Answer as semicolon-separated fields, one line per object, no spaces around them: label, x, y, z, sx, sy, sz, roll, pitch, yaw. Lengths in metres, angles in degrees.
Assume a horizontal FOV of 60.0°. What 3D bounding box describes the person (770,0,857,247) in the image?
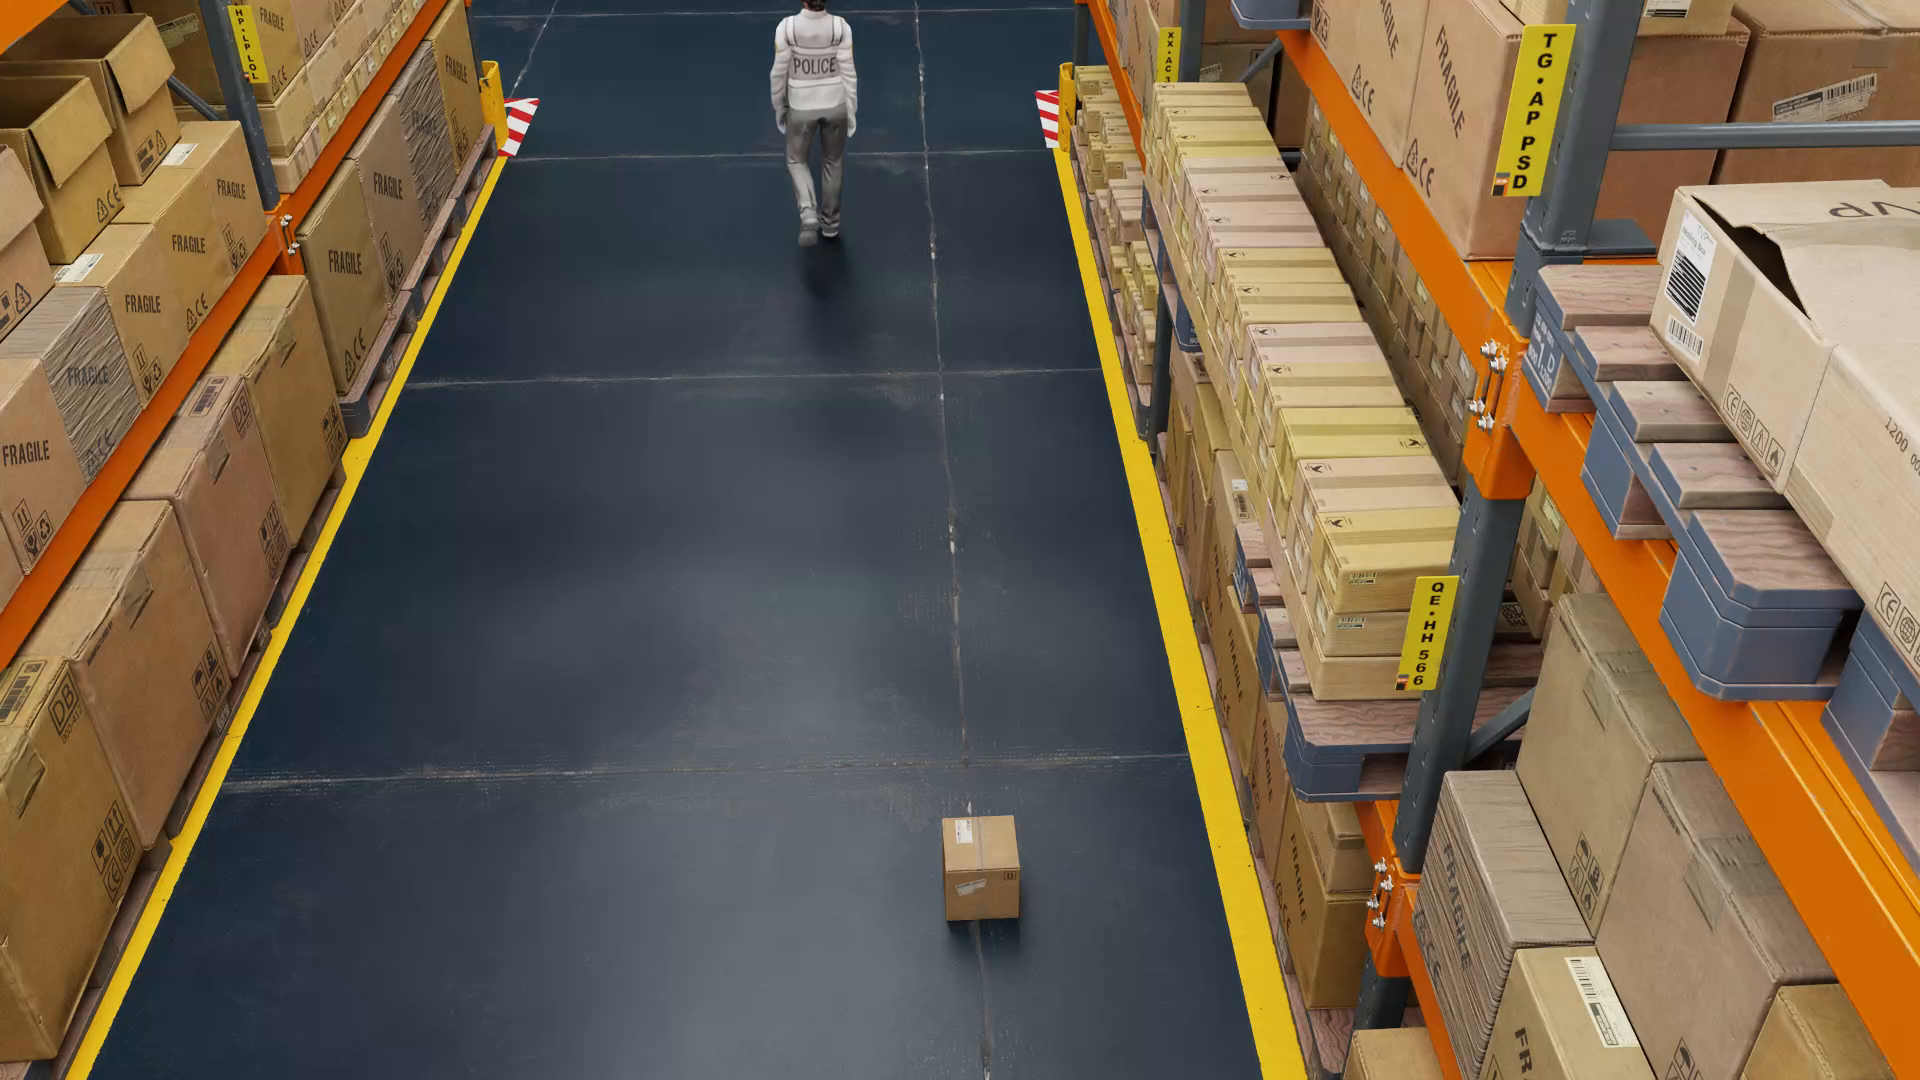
person;-0.833;-2.478;9.567;0.492;1.670;0.661;-5;36;-7
